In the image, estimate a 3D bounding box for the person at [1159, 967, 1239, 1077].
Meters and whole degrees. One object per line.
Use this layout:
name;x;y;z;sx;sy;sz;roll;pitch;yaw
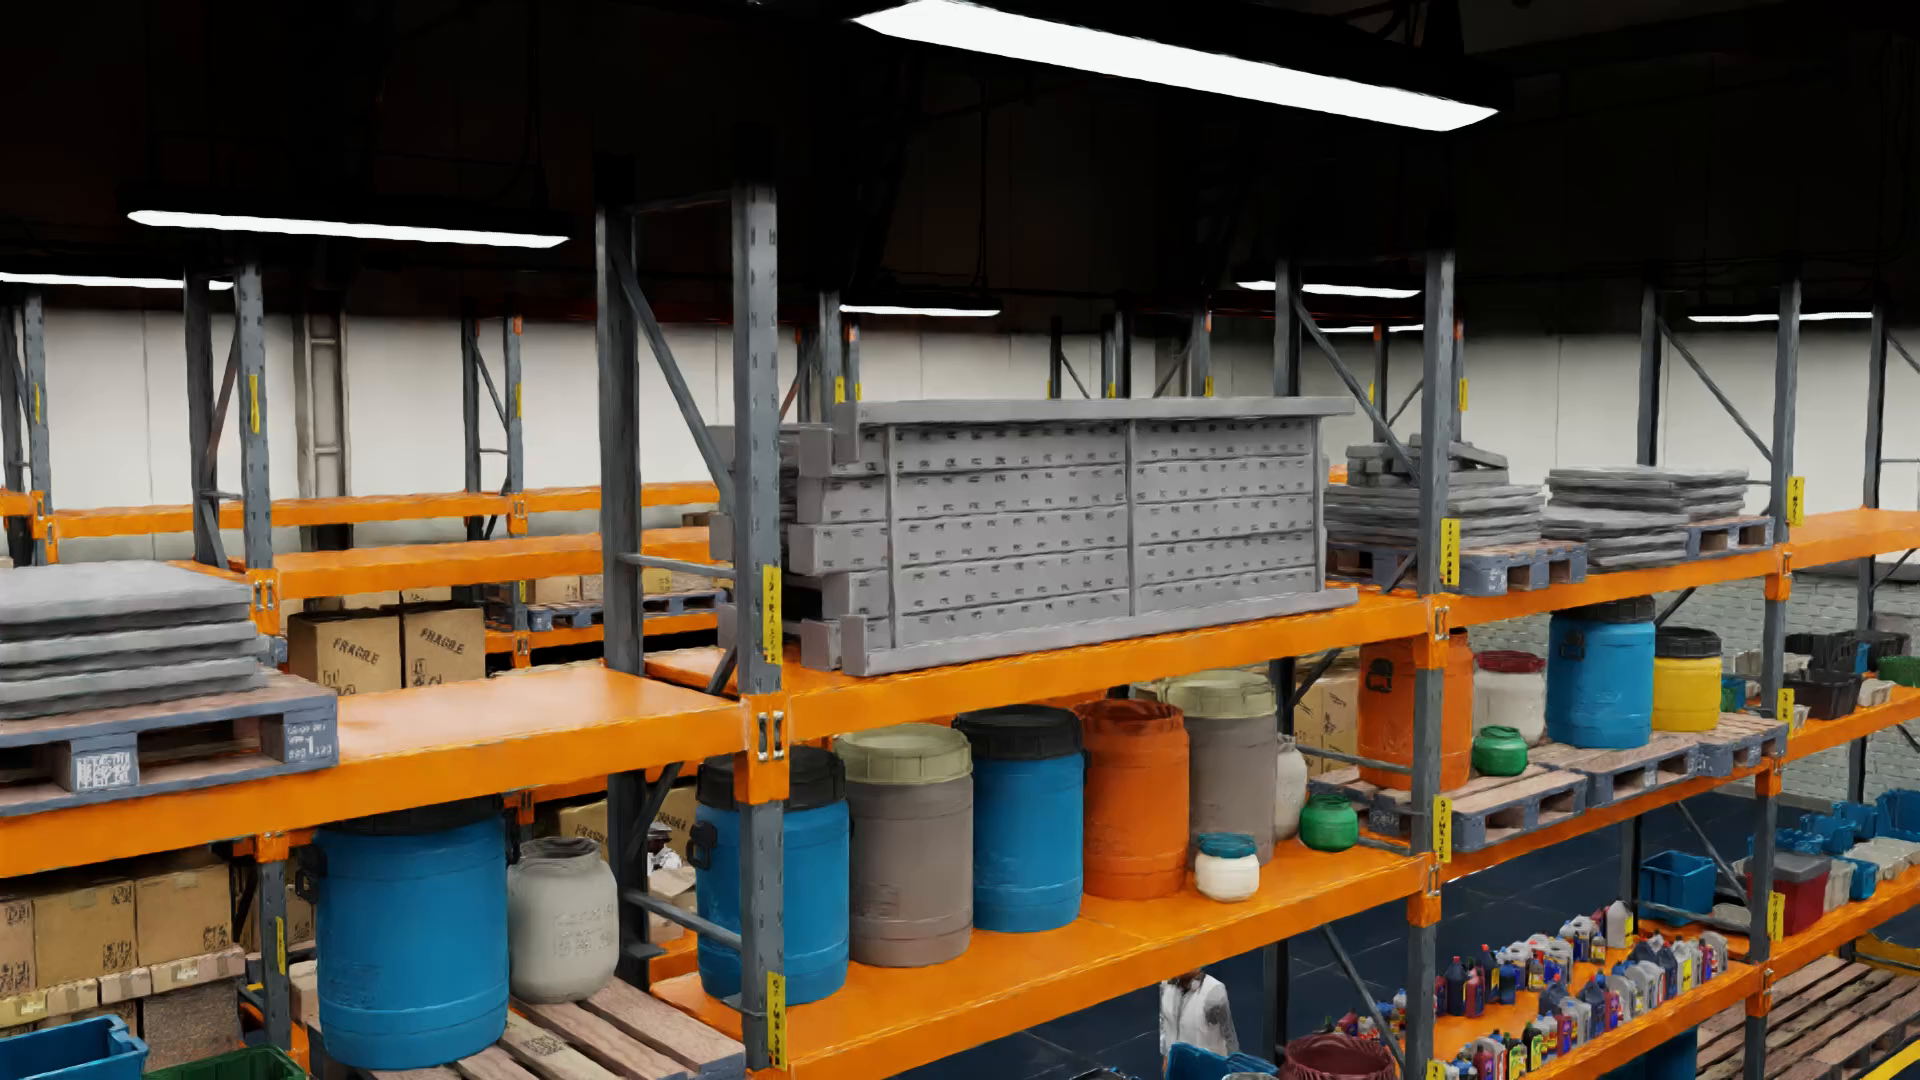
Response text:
person;1.472;3.310;10.581;1.115;1.700;0.543;-4;7;-39

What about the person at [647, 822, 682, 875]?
person;-2.428;3.069;13.633;1.088;1.589;0.456;-4;7;-39
